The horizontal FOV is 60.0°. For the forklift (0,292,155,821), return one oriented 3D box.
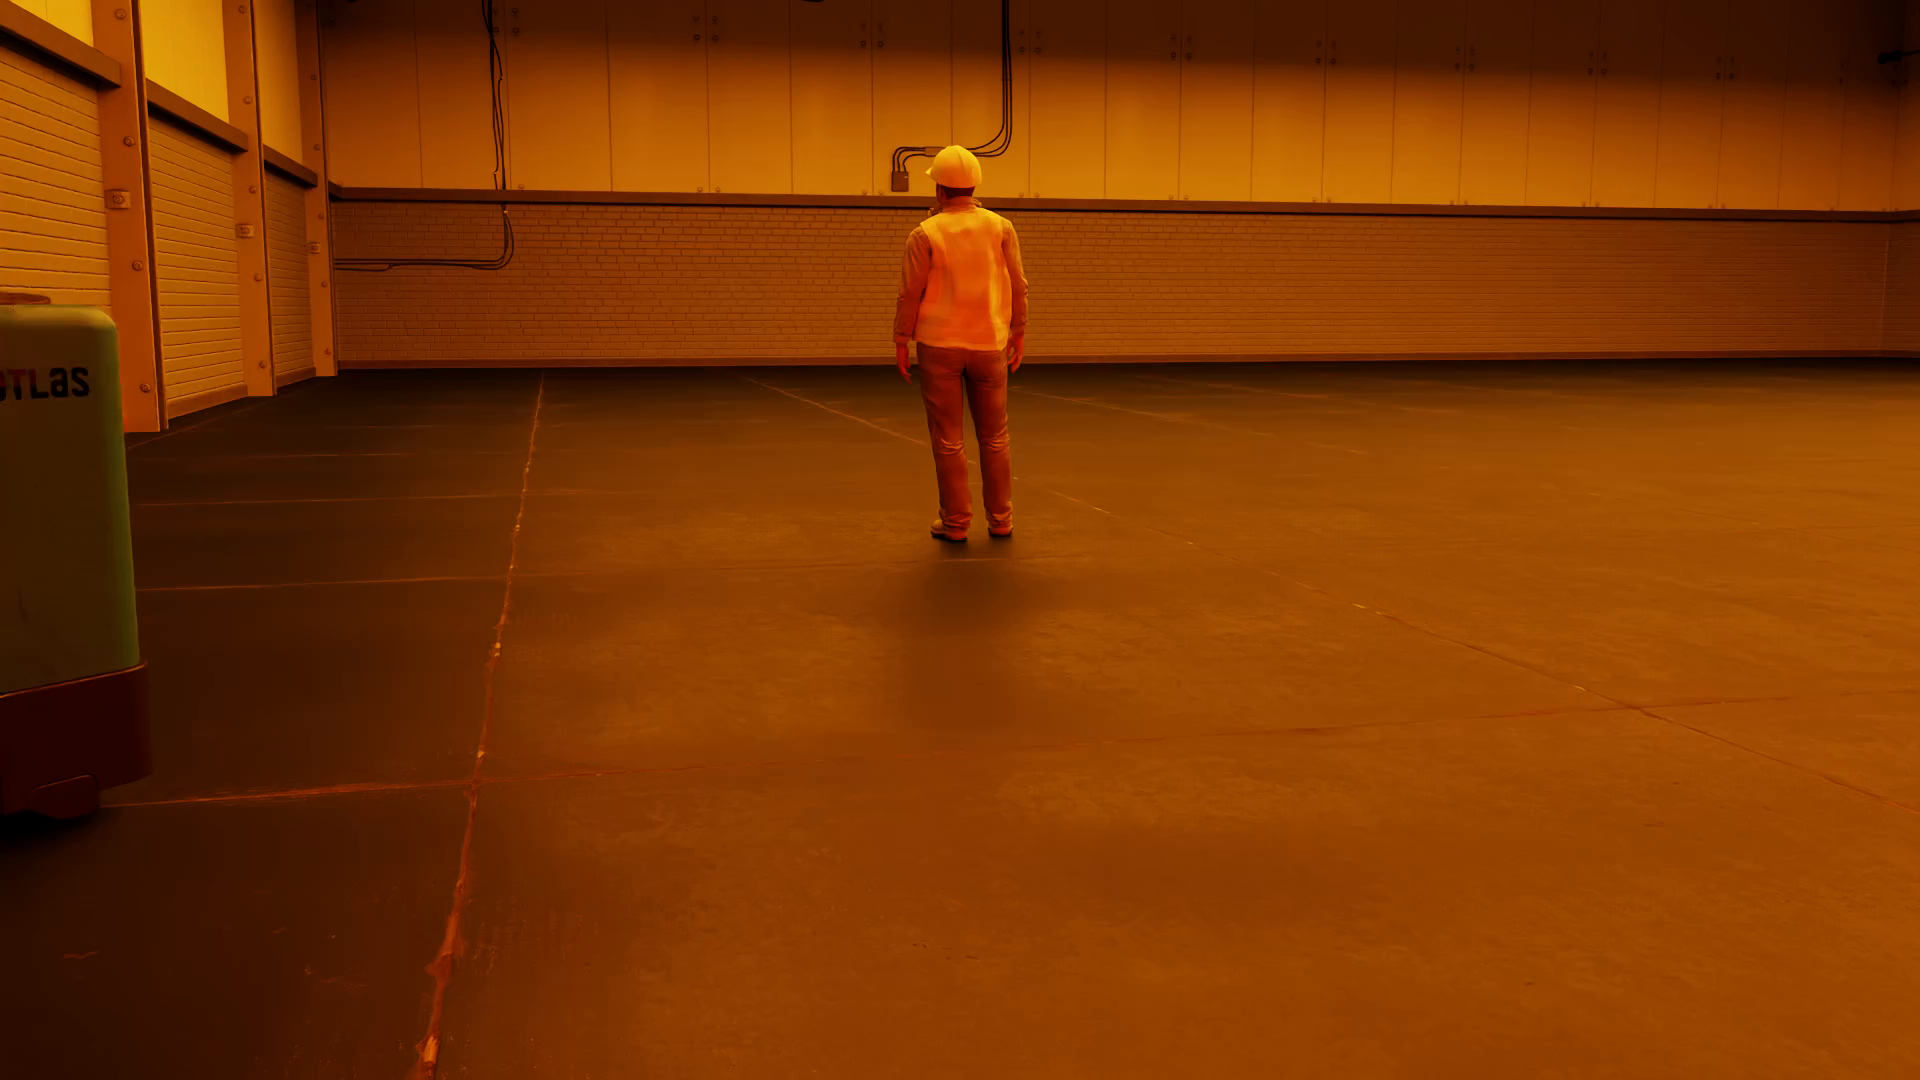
[{"bbox_3d":[-2.911,-0.733,2.377,1.130,2.935,3.031,5,9,29],"label":"forklift"}]

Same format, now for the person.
[{"bbox_3d":[-0.006,-0.895,7.645,0.632,1.773,0.568,-2,8,-13],"label":"person"}]
